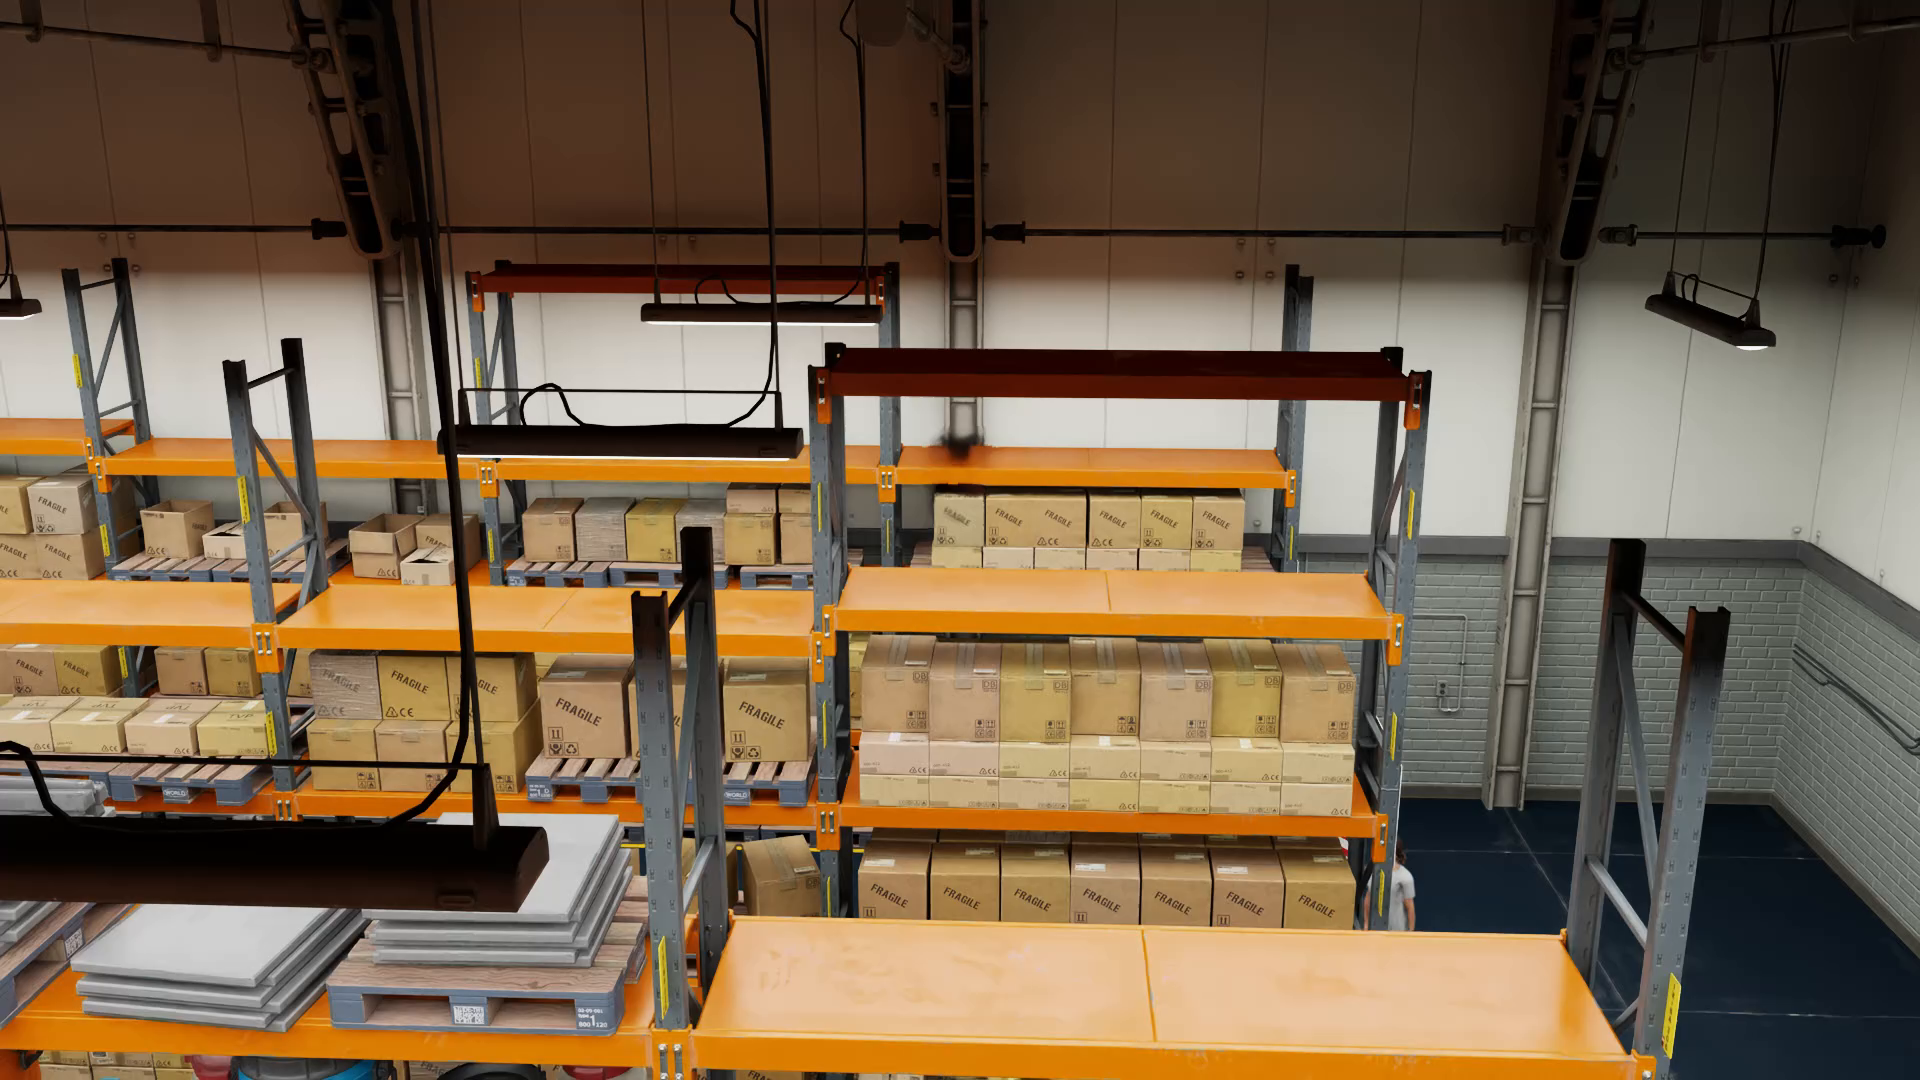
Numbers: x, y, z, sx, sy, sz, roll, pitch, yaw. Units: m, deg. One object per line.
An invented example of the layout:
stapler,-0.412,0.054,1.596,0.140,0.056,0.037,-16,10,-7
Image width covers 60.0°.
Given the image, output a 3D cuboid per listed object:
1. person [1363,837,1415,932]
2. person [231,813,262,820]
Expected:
person,3.663,3.341,14.117,0.418,1.696,0.616,-13,20,-37
person,-6.198,3.183,14.778,0.551,1.741,0.570,-10,19,-30
